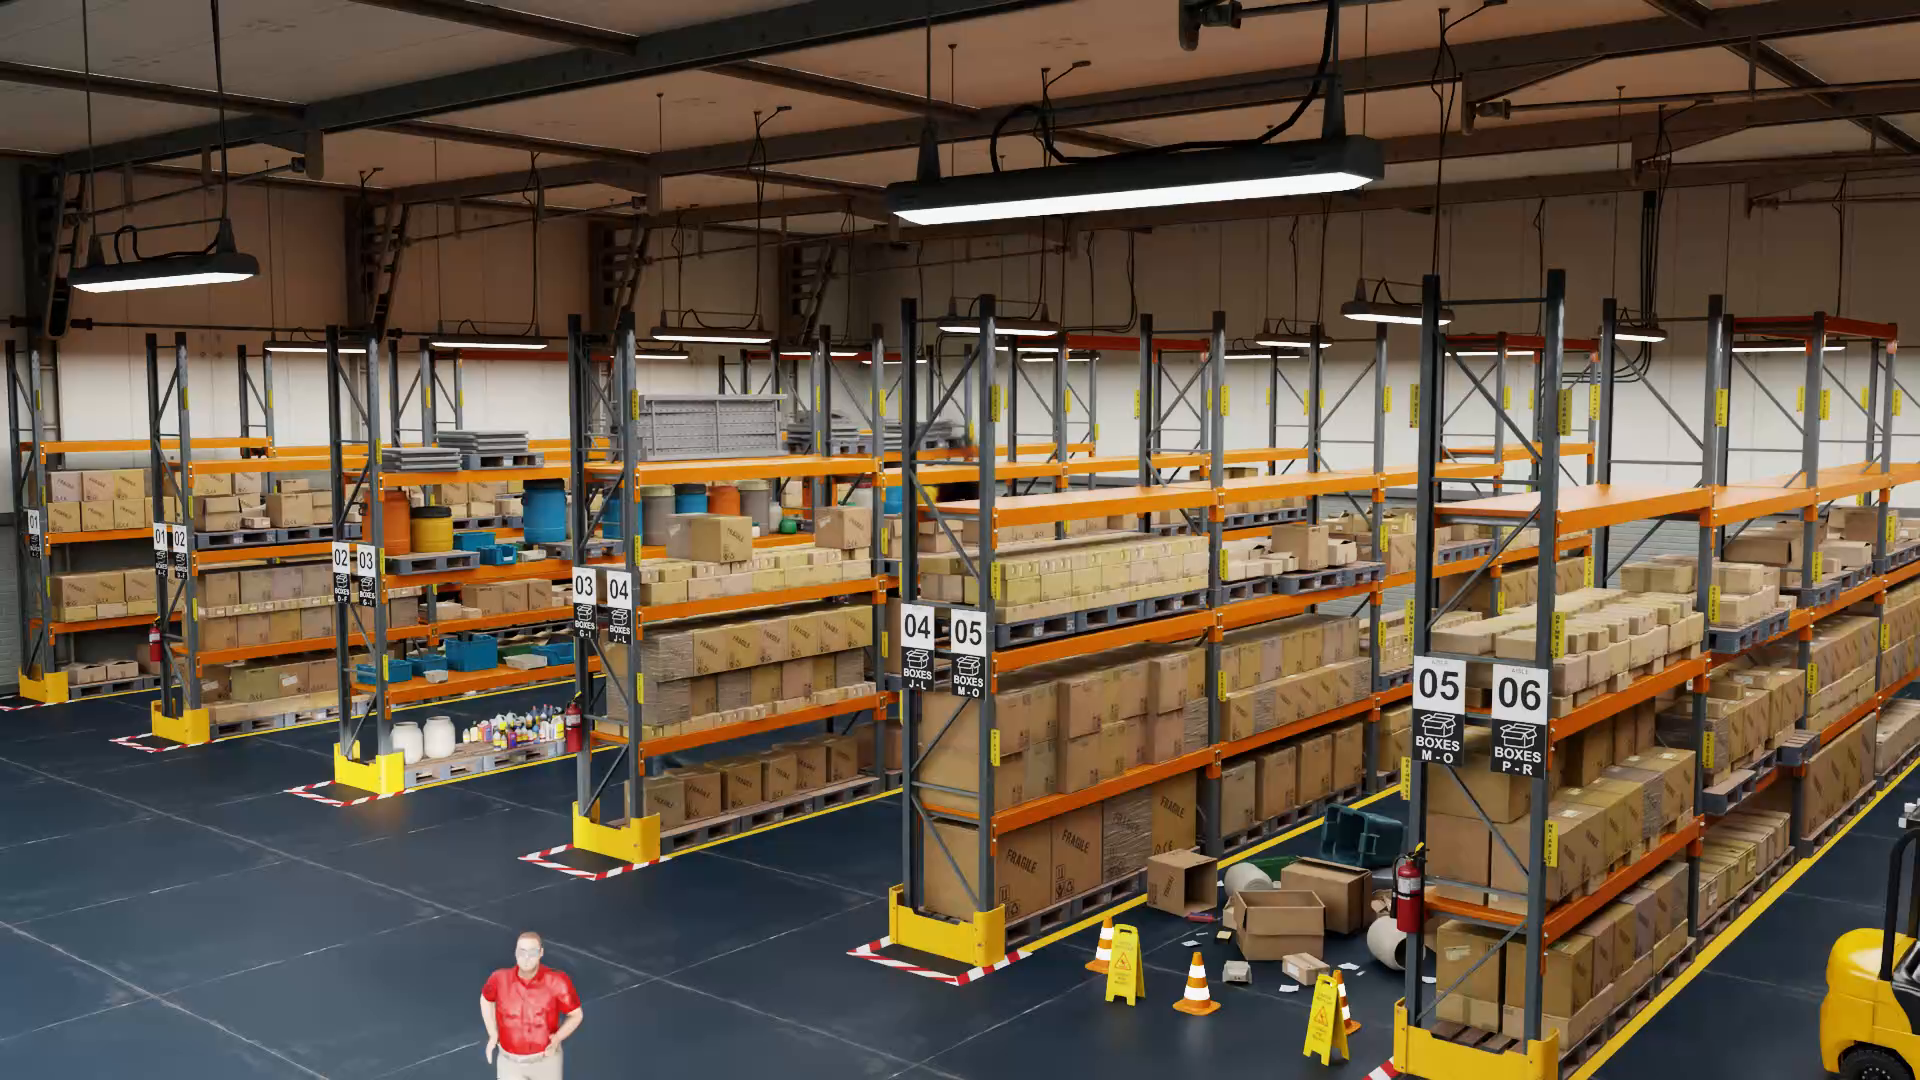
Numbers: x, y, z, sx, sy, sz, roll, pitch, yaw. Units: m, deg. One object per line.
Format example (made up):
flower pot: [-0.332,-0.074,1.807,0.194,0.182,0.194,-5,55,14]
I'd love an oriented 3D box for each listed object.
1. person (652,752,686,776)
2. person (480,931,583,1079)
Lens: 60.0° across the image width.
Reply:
person: [-3.762,2.384,21.147,0.681,1.754,0.948,3,6,30]
person: [-2.748,3.360,10.644,0.664,1.737,0.927,-1,5,-8]
